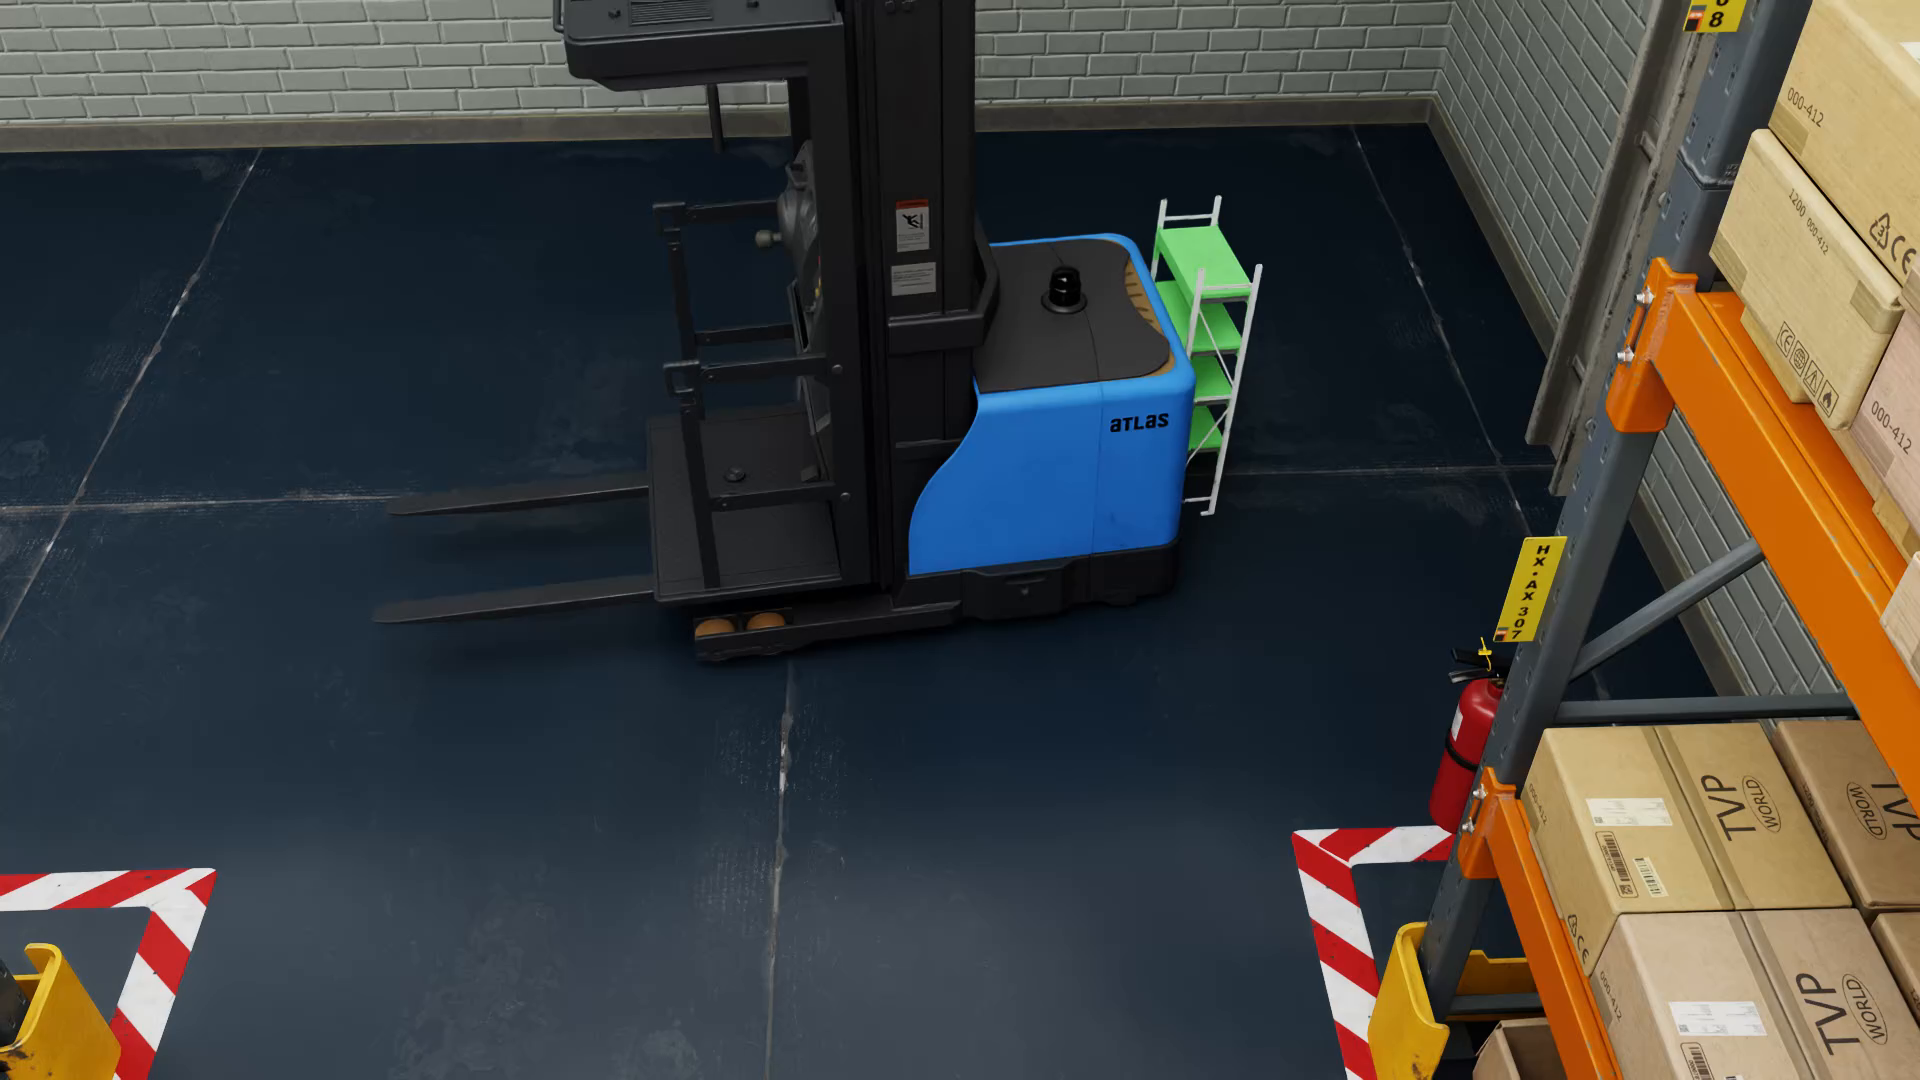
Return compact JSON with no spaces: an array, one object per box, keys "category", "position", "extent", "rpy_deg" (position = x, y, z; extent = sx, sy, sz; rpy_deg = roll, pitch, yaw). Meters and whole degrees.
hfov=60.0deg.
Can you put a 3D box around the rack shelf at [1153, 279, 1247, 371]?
[{"category":"rack shelf","position":[0.918,-0.839,6.508],"extent":[0.258,0.148,0.480],"rpy_deg":[-6,43,-10]}]

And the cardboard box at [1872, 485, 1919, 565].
[{"category":"cardboard box","position":[1.646,-0.023,2.521],"extent":[0.380,0.149,0.250],"rpy_deg":[-1,43,-2]}]

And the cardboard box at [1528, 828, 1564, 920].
[{"category":"cardboard box","position":[1.573,0.741,3.908],"extent":[0.380,0.149,0.250],"rpy_deg":[-2,43,-2]}]

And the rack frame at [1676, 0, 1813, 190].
[{"category":"rack frame","position":[1.834,-1.793,2.047],"extent":[1.000,3.000,0.127],"rpy_deg":[-2,43,-2]}]

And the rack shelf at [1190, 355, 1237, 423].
[{"category":"rack shelf","position":[0.907,-0.660,6.668],"extent":[0.258,0.148,0.480],"rpy_deg":[-6,43,-10]}]

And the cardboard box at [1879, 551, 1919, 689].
[{"category":"cardboard box","position":[1.554,0.148,2.334],"extent":[0.380,0.149,0.250],"rpy_deg":[-1,43,-1]}]

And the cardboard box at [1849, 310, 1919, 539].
[{"category":"cardboard box","position":[1.622,-0.092,2.301],"extent":[0.500,0.250,0.500],"rpy_deg":[-1,43,-1]}]

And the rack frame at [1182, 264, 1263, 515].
[{"category":"rack frame","position":[0.957,-0.546,6.449],"extent":[0.240,1.200,0.015],"rpy_deg":[-6,43,-10]}]

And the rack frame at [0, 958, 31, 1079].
[{"category":"rack frame","position":[-3.125,0.563,3.916],"extent":[1.000,3.000,0.127],"rpy_deg":[-2,43,-2]}]

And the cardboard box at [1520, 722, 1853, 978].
[{"category":"cardboard box","position":[1.584,0.678,3.681],"extent":[0.500,0.250,0.500],"rpy_deg":[-1,43,-2]}]

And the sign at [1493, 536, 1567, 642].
[{"category":"sign","position":[1.291,0.115,3.764],"extent":[0.100,0.325,0.005],"rpy_deg":[-2,43,-2]}]

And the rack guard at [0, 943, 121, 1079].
[{"category":"rack guard","position":[-3.126,1.469,4.778],"extent":[1.175,0.500,0.348],"rpy_deg":[-2,43,-2]}]

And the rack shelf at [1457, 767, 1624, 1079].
[{"category":"rack shelf","position":[1.919,2.034,2.844],"extent":[1.077,0.370,4.000],"rpy_deg":[-2,43,-2]}]

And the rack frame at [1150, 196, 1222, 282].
[{"category":"rack frame","position":[0.863,-0.870,6.802],"extent":[0.240,1.200,0.015],"rpy_deg":[-6,43,-10]}]

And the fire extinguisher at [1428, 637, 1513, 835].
[{"category":"fire extinguisher","position":[1.366,0.498,4.320],"extent":[0.296,0.674,0.183],"rpy_deg":[-2,43,-2]}]

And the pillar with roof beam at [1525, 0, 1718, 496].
[{"category":"pillar with roof beam","position":[-1.682,-3.516,3.926],"extent":[9.100,9.000,0.400],"rpy_deg":[-2,43,-2]}]

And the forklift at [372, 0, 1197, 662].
[{"category":"forklift","position":[-0.719,-1.010,5.683],"extent":[3.031,2.935,1.130],"rpy_deg":[-7,43,-7]}]

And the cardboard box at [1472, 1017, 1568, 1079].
[{"category":"cardboard box","position":[1.765,1.599,4.322],"extent":[0.797,0.503,0.637],"rpy_deg":[-3,43,-3]}]

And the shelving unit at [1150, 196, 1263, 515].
[{"category":"shelving unit","position":[0.910,-0.708,6.625],"extent":[0.258,1.200,0.503],"rpy_deg":[-6,43,-10]}]

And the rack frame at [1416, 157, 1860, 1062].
[{"category":"rack frame","position":[1.834,0.418,4.074],"extent":[1.000,3.000,0.127],"rpy_deg":[-2,43,-2]}]

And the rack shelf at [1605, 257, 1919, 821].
[{"category":"rack shelf","position":[1.919,0.928,1.830],"extent":[1.077,0.370,4.000],"rpy_deg":[-2,43,-2]}]

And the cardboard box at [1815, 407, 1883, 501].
[{"category":"cardboard box","position":[1.652,-0.197,2.711],"extent":[0.380,0.149,0.250],"rpy_deg":[-1,43,-1]}]

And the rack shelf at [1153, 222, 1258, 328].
[{"category":"rack shelf","position":[0.929,-1.017,6.347],"extent":[0.258,0.148,0.480],"rpy_deg":[-6,43,-10]}]

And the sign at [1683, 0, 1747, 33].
[{"category":"sign","position":[1.291,-0.994,2.748],"extent":[0.100,0.325,0.005],"rpy_deg":[-2,43,-2]}]

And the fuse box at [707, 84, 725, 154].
[{"category":"fuse box","position":[-1.283,-2.730,8.461],"extent":[0.539,1.711,0.414],"rpy_deg":[-2,43,-2]}]

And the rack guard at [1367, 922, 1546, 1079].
[{"category":"rack guard","position":[1.837,1.391,4.862],"extent":[1.175,0.500,0.348],"rpy_deg":[-2,43,-2]}]

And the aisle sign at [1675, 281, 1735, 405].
[{"category":"aisle sign","position":[1.537,-0.578,3.236],"extent":[0.394,0.787,0.004],"rpy_deg":[-2,43,-2]}]

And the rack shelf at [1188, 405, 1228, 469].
[{"category":"rack shelf","position":[0.896,-0.482,6.828],"extent":[0.258,0.148,0.480],"rpy_deg":[-6,43,-10]}]

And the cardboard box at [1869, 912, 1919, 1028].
[{"category":"cardboard box","position":[2.139,1.015,3.314],"extent":[0.500,0.250,0.500],"rpy_deg":[-2,43,-2]}]

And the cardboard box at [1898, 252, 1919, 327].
[{"category":"cardboard box","position":[1.604,-0.275,2.132],"extent":[0.500,0.250,0.500],"rpy_deg":[-2,43,-2]}]

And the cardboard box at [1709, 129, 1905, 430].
[{"category":"cardboard box","position":[1.579,-0.434,2.675],"extent":[0.500,0.250,0.500],"rpy_deg":[-2,43,-2]}]

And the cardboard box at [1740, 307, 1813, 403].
[{"category":"cardboard box","position":[1.615,-0.373,2.903],"extent":[0.380,0.149,0.250],"rpy_deg":[-1,43,-1]}]

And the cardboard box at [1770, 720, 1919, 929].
[{"category":"cardboard box","position":[2.118,0.667,3.693],"extent":[0.500,0.250,0.500],"rpy_deg":[0,43,-1]}]

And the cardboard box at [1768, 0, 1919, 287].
[{"category":"cardboard box","position":[1.602,-0.619,2.507],"extent":[0.500,0.250,0.500],"rpy_deg":[-2,43,-2]}]

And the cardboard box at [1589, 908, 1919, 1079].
[{"category":"cardboard box","position":[1.605,1.018,3.310],"extent":[0.500,0.250,0.500],"rpy_deg":[-1,43,-1]}]
